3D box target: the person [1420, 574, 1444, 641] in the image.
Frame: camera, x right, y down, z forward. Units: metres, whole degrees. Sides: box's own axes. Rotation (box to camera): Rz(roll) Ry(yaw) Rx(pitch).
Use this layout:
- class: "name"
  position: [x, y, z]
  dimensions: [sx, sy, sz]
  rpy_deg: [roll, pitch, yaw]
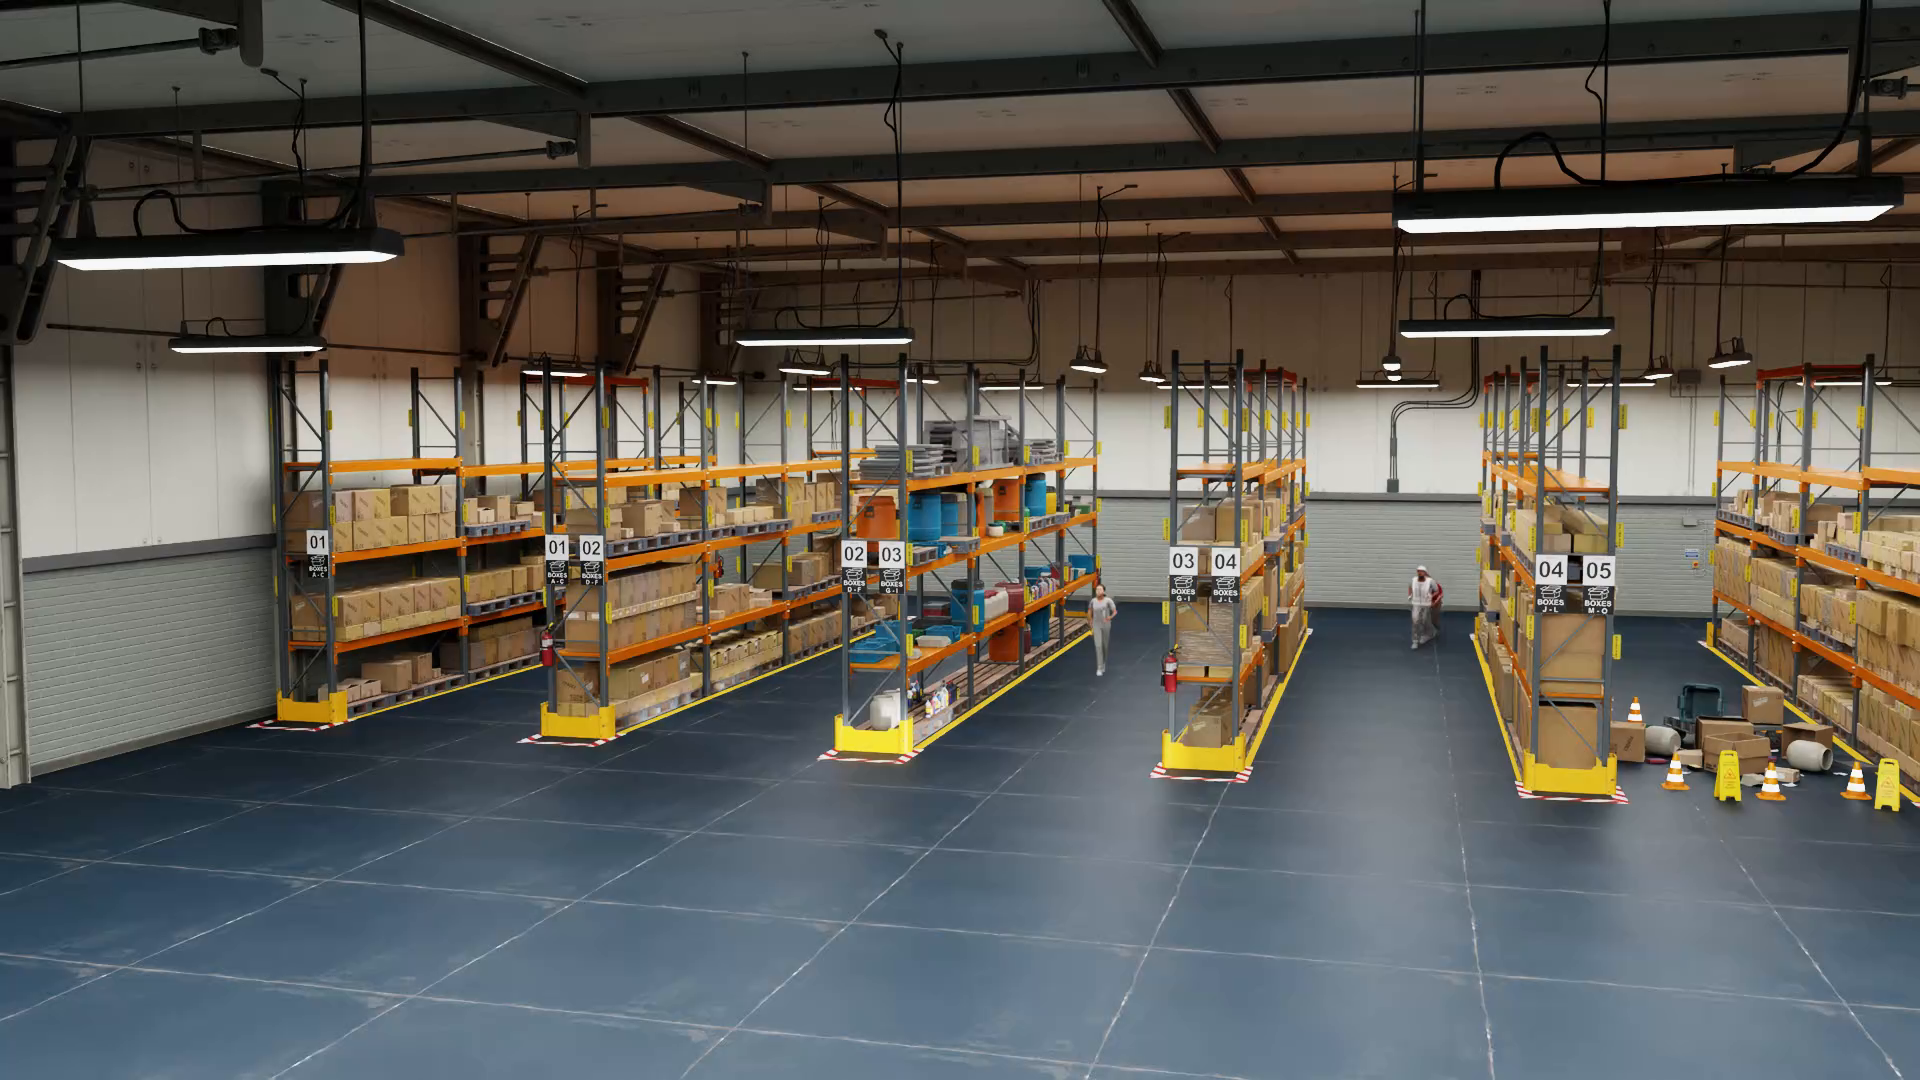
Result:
- class: "person"
  position: [10.807, 1.522, 37.982]
  dimensions: [0.662, 1.571, 1.094]
  rpy_deg: [4, 5, 40]

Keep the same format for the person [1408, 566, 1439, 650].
- class: "person"
  position: [10.207, 1.468, 36.640]
  dimensions: [0.693, 1.825, 0.869]
  rpy_deg: [2, 4, 24]

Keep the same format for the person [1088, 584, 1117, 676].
- class: "person"
  position: [2.651, 1.657, 31.094]
  dimensions: [0.563, 1.681, 0.741]
  rpy_deg: [1, 4, 11]
